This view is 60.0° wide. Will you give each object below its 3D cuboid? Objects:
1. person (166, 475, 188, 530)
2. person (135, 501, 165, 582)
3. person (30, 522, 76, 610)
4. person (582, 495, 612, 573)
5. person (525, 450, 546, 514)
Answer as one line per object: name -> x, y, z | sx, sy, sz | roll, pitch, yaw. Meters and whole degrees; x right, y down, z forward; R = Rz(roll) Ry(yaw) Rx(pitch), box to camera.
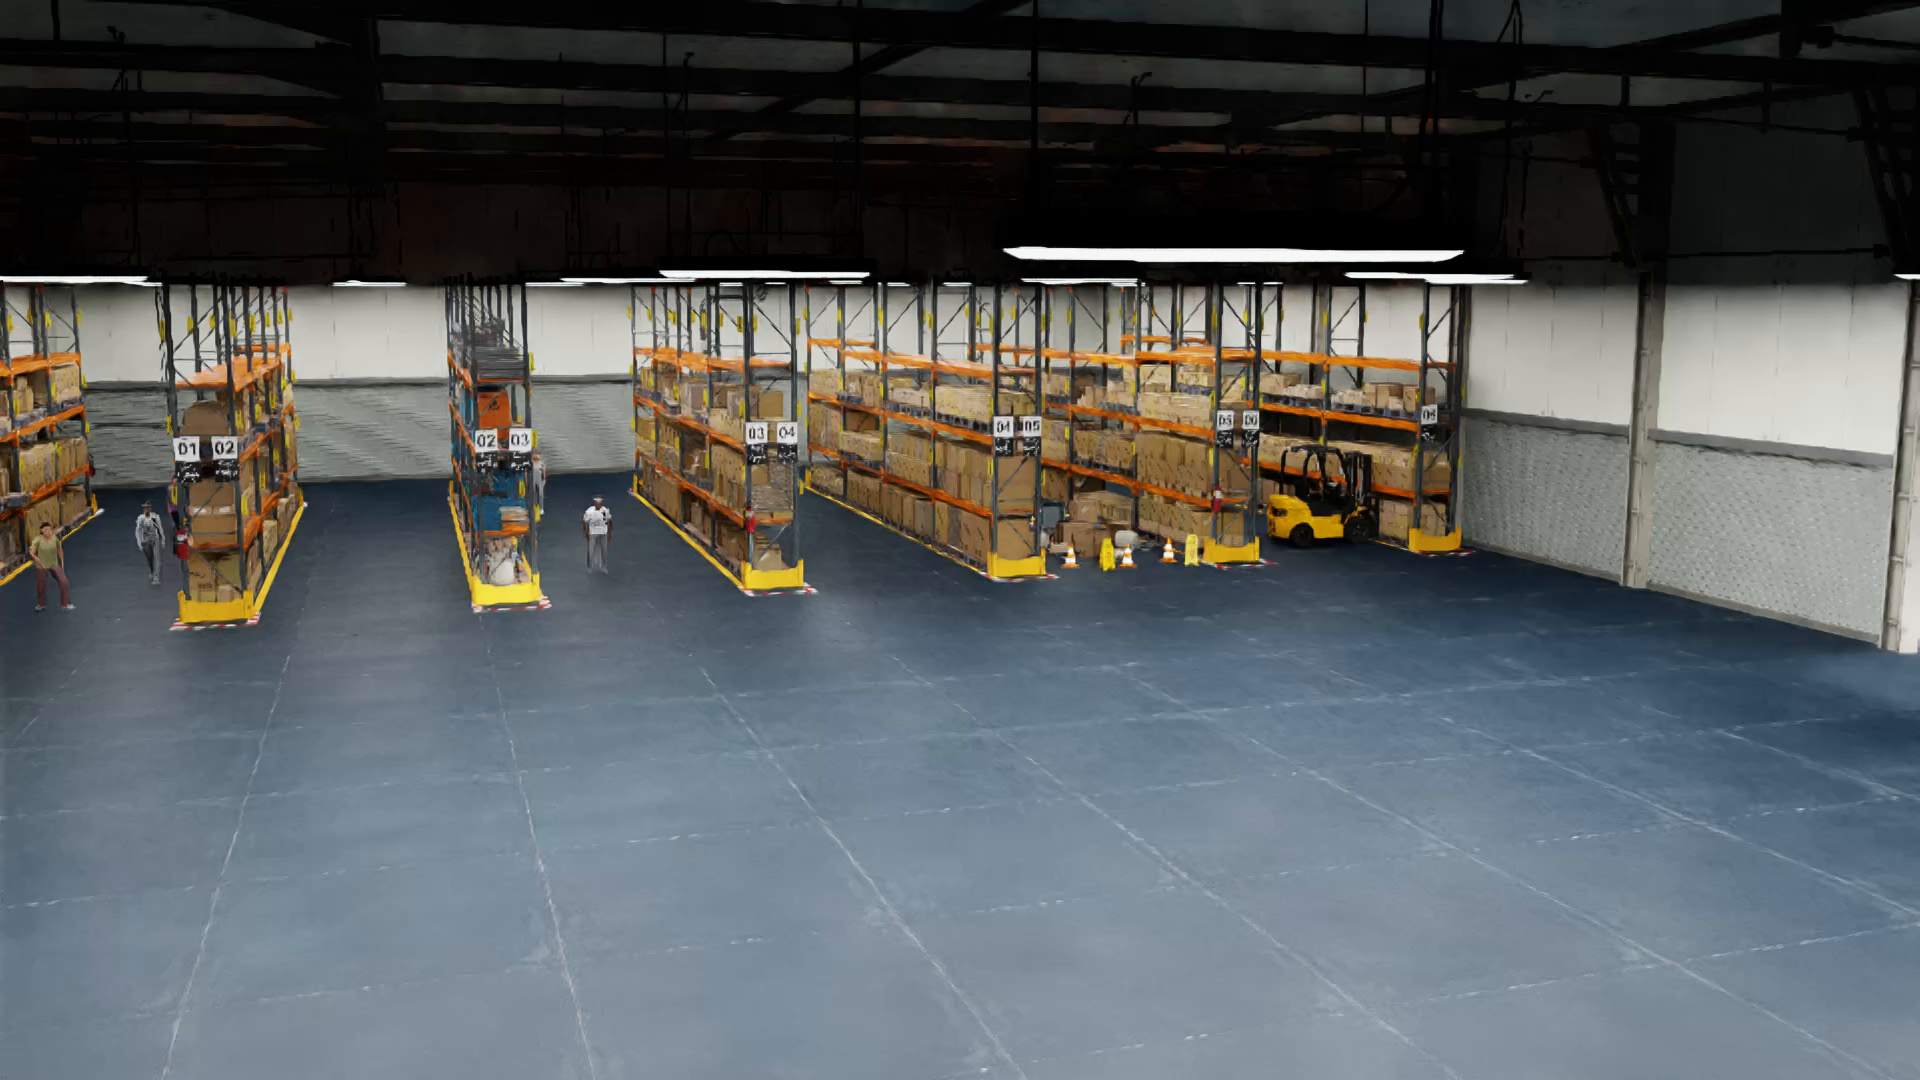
person -> -17.811, -0.724, 37.822 | 0.417, 1.494, 1.037 | -2, 9, -16
person -> -15.888, 0.008, 32.605 | 0.496, 1.587, 1.071 | -2, 9, -16
person -> -16.248, 0.461, 29.658 | 0.604, 1.612, 0.774 | -7, 11, -39
person -> -7.313, -0.126, 33.577 | 0.592, 1.629, 0.526 | -3, 9, -20
person -> -10.913, -1.513, 42.682 | 0.569, 1.636, 0.684 | -5, 10, -28
